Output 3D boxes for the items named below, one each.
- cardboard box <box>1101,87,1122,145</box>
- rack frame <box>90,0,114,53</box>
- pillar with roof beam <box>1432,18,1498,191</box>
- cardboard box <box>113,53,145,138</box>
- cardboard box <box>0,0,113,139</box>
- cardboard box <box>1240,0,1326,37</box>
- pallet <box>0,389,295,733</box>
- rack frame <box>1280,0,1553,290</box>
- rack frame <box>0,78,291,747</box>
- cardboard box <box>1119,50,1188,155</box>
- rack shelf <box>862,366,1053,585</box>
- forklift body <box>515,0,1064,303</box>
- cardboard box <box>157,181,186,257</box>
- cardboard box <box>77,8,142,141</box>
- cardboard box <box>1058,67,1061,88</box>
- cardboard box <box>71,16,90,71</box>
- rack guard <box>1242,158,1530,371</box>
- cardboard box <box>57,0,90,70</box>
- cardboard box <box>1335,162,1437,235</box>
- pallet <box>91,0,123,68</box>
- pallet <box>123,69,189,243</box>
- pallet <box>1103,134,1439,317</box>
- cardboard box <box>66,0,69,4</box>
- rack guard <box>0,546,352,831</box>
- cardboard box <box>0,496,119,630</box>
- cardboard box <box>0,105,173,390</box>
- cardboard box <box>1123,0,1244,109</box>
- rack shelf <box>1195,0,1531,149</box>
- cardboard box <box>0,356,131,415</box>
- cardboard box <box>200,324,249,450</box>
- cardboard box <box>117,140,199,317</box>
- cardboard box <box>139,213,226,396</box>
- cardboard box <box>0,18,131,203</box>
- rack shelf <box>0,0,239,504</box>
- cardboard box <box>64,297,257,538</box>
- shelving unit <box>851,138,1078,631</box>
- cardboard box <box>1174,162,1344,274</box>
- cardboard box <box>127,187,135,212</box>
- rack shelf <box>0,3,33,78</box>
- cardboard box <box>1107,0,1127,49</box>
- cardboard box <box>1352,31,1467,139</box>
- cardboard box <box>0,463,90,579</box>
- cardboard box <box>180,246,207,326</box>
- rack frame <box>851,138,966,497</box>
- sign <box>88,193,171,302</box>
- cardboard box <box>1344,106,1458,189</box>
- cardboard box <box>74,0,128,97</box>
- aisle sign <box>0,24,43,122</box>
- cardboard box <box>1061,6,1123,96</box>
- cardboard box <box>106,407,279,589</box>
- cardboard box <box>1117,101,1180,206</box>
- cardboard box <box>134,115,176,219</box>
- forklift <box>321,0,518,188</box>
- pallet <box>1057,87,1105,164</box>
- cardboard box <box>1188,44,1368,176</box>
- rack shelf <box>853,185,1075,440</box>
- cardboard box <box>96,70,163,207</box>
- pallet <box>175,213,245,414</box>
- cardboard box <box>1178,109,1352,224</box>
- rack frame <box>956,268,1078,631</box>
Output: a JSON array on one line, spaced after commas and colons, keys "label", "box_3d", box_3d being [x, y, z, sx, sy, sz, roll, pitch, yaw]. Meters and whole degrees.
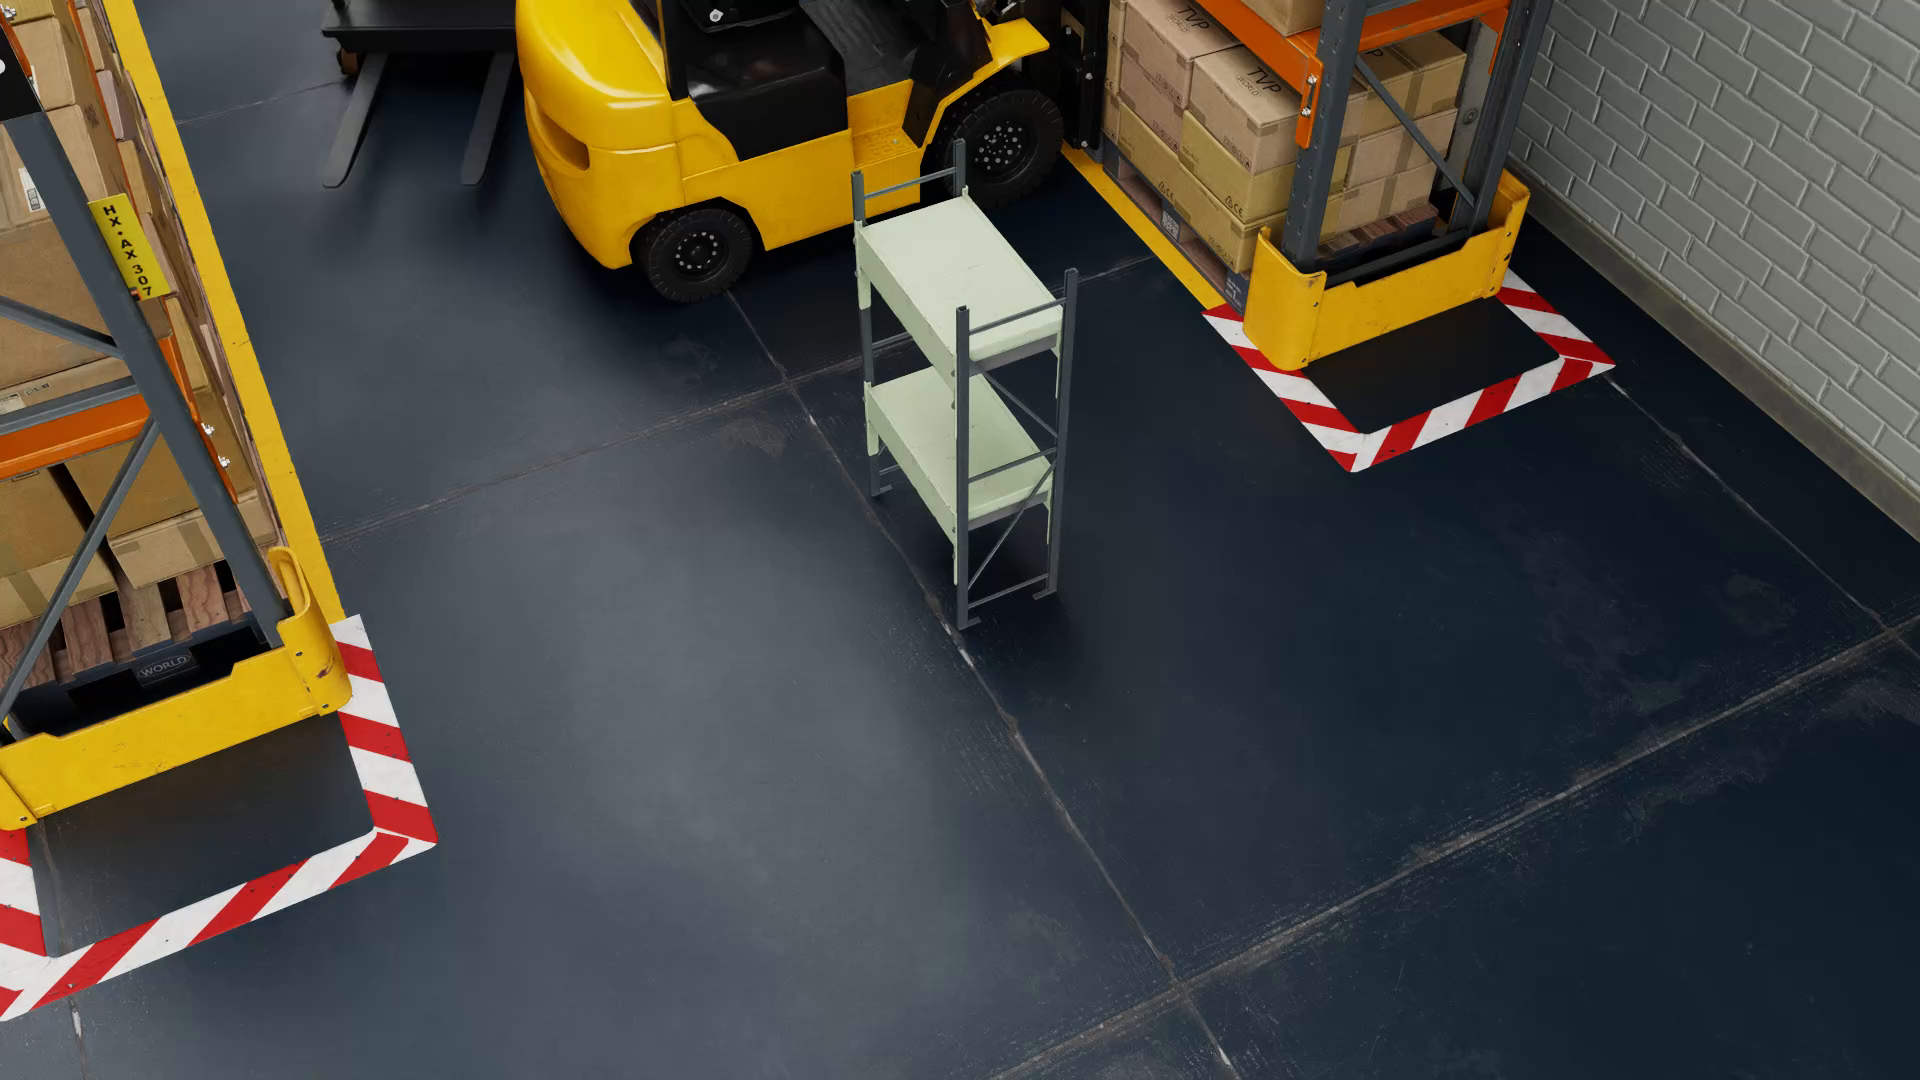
[{"label": "cardboard box", "box_3d": [0.822, -2.113, 7.653, 0.500, 0.250, 0.500, -21, 52, -17]}, {"label": "rack frame", "box_3d": [-4.484, -2.965, 6.851, 1.000, 3.000, 0.127, -21, 52, -18]}, {"label": "pillar with roof beam", "box_3d": [-1.587, -3.269, 3.131, 9.100, 9.000, 0.400, -21, 52, -18]}, {"label": "cardboard box", "box_3d": [-3.975, -1.895, 7.462, 0.500, 0.250, 0.500, -19, 52, -16]}, {"label": "cardboard box", "box_3d": [-3.098, -1.517, 5.320, 0.500, 0.500, 0.500, -22, 52, -18]}, {"label": "cardboard box", "box_3d": [1.299, -2.272, 6.178, 0.500, 0.500, 0.500, -22, 52, -18]}, {"label": "pallet", "box_3d": [-3.029, 0.023, 6.089, 1.003, 0.211, 1.213, -21, 52, -18]}, {"label": "rack frame", "box_3d": [1.758, -2.000, 6.007, 1.000, 3.000, 0.127, -21, 52, -18]}, {"label": "rack frame", "box_3d": [-2.654, -0.288, 4.509, 1.000, 3.000, 0.127, -21, 52, -18]}, {"label": "cardboard box", "box_3d": [1.037, -1.955, 7.183, 0.500, 0.250, 0.500, -22, 52, -18]}, {"label": "rack shelf", "box_3d": [0.003, -0.275, 5.927, 0.431, 0.370, 0.720, -21, 52, -18]}, {"label": "forklift body", "box_3d": [-0.732, -2.361, 6.886, 2.313, 2.155, 1.214, -21, 52, -18]}, {"label": "cardboard box", "box_3d": [-3.494, -1.200, 6.855, 0.500, 0.250, 0.500, -20, 52, -17]}, {"label": "cardboard box", "box_3d": [-3.741, -1.802, 6.882, 0.500, 0.500, 0.500, -20, 52, -17]}, {"label": "cardboard box", "box_3d": [0.564, -2.453, 7.950, 0.500, 0.250, 0.500, -20, 52, -16]}, {"label": "cardboard box", "box_3d": [-3.358, -1.752, 5.957, 0.380, 0.149, 0.250, -21, 52, -17]}, {"label": "rack guard", "box_3d": [1.769, -1.161, 6.933, 1.175, 0.500, 0.348, -21, 52, -18]}, {"label": "cardboard box", "box_3d": [-3.338, -1.855, 5.616, 0.500, 0.500, 0.500, -22, 52, -18]}, {"label": "cardboard box", "box_3d": [1.707, -1.629, 7.230, 0.500, 0.250, 0.500, -21, 52, -17]}, {"label": "pallet", "box_3d": [-4.842, -2.568, 8.355, 1.003, 0.211, 1.213, -21, 52, -18]}, {"label": "pallet", "box_3d": [-4.146, -1.610, 7.518, 1.003, 0.211, 1.213, -21, 52, -18]}, {"label": "pallet", "box_3d": [1.371, -1.580, 7.491, 1.003, 0.211, 1.213, -21, 52, -18]}, {"label": "cardboard box", "box_3d": [-3.598, -2.093, 6.255, 0.380, 0.149, 0.250, -22, 52, -18]}, {"label": "rack guard", "box_3d": [-2.689, 0.484, 5.494, 1.175, 0.500, 0.348, -21, 52, -18]}, {"label": "cardboard box", "box_3d": [-3.274, 0.015, 5.792, 0.500, 0.250, 0.500, -21, 52, -18]}, {"label": "cardboard box", "box_3d": [-2.624, -0.831, 4.720, 0.500, 0.500, 0.500, -22, 52, -18]}, {"label": "cardboard box", "box_3d": [1.031, -2.103, 6.980, 0.500, 0.250, 0.500, -20, 52, -17]}, {"label": "rack shelf", "box_3d": [0.843, -3.102, 7.448, 1.077, 0.370, 4.000, -21, 52, -18]}, {"label": "cardboard box", "box_3d": [-2.625, -0.504, 4.865, 0.380, 0.149, 0.250, -21, 52, -17]}, {"label": "cardboard box", "box_3d": [-3.004, -0.500, 6.242, 0.500, 0.250, 0.500, -19, 52, -16]}, {"label": "cardboard box", "box_3d": [-3.254, -1.106, 6.274, 0.500, 0.500, 0.500, -20, 52, -17]}, {"label": "cardboard box", "box_3d": [-3.032, -0.767, 5.978, 0.500, 0.500, 0.500, -23, 53, -19]}, {"label": "cardboard box", "box_3d": [-2.864, -1.177, 5.022, 0.500, 0.500, 0.500, -20, 52, -16]}, {"label": "rack shelf", "box_3d": [-3.569, -1.390, 5.951, 1.077, 0.370, 4.000, -21, 52, -18]}, {"label": "cardboard box", "box_3d": [-2.789, -0.419, 5.673, 0.500, 0.500, 0.500, -23, 53, -19]}, {"label": "shelving unit", "box_3d": [0.003, -0.489, 5.682, 0.431, 1.500, 0.755, -21, 52, -18]}, {"label": "cardboard box", "box_3d": [1.262, -1.439, 7.063, 0.500, 0.250, 0.500, -21, 52, -17]}, {"label": "cardboard box", "box_3d": [-2.878, -1.059, 5.350, 0.380, 0.149, 0.250, -20, 52, -17]}, {"label": "rack shelf", "box_3d": [-3.569, -2.377, 4.821, 1.077, 0.370, 4.000, -21, 52, -18]}, {"label": "cardboard box", "box_3d": [0.791, -2.437, 7.272, 0.500, 0.250, 0.500, -21, 52, -17]}, {"label": "cardboard box", "box_3d": [1.706, -1.949, 6.845, 0.500, 0.250, 0.500, -22, 52, -18]}, {"label": "cardboard box", "box_3d": [-3.252, -0.214, 5.494, 0.500, 0.500, 0.500, -21, 52, -17]}, {"label": "cardboard box", "box_3d": [-3.265, -0.861, 6.558, 0.500, 0.250, 0.500, -18, 51, -15]}, {"label": "rack frame", "box_3d": [-0.164, -0.734, 5.896, 0.400, 1.500, 0.023, -21, 52, -18]}, {"label": "sign", "box_3d": [-2.172, -0.760, 4.347, 0.100, 0.325, 0.005, -21, 52, -18]}, {"label": "cardboard box", "box_3d": [1.727, -1.784, 7.033, 0.500, 0.250, 0.500, -20, 52, -17]}, {"label": "cardboard box", "box_3d": [-3.975, -2.141, 7.180, 0.500, 0.500, 0.500, -22, 52, -18]}, {"label": "aisle sign", "box_3d": [-2.350, -1.209, 3.588, 0.394, 0.787, 0.004, -21, 52, -18]}, {"label": "cardboard box", "box_3d": [0.782, -2.293, 7.479, 0.500, 0.250, 0.500, -22, 52, -18]}, {"label": "cardboard box", "box_3d": [-2.777, -0.156, 5.941, 0.500, 0.250, 0.500, -22, 52, -18]}, {"label": "cardboard box", "box_3d": [1.043, -1.775, 7.357, 0.500, 0.250, 0.500, -21, 52, -18]}, {"label": "cardboard box", "box_3d": [-3.722, -1.542, 7.154, 0.500, 0.250, 0.500, -22, 53, -18]}, {"label": "forklift", "box_3d": [-2.506, -3.515, 7.377, 1.130, 2.935, 3.031, -1, 49, -1]}, {"label": "pallet", "box_3d": [0.816, -2.395, 8.204, 1.003, 0.211, 1.213, -21, 52, -18]}, {"label": "cardboard box", "box_3d": [1.270, -1.763, 6.683, 0.500, 0.250, 0.500, -20, 52, -16]}, {"label": "rack shelf", "box_3d": [0.003, -0.746, 5.388, 0.431, 0.370, 0.720, -21, 52, -18]}, {"label": "cardboard box", "box_3d": [-3.506, -1.460, 6.584, 0.500, 0.500, 0.500, -19, 51, -16]}, {"label": "pallet", "box_3d": [-3.583, -0.792, 6.803, 1.003, 0.211, 1.213, -21, 52, -18]}, {"label": "cardboard box", "box_3d": [1.257, -1.616, 6.886, 0.500, 0.250, 0.500, -22, 52, -18]}, {"label": "rack frame", "box_3d": [0.171, -0.244, 5.467, 0.400, 1.500, 0.023, -21, 52, -18]}]
